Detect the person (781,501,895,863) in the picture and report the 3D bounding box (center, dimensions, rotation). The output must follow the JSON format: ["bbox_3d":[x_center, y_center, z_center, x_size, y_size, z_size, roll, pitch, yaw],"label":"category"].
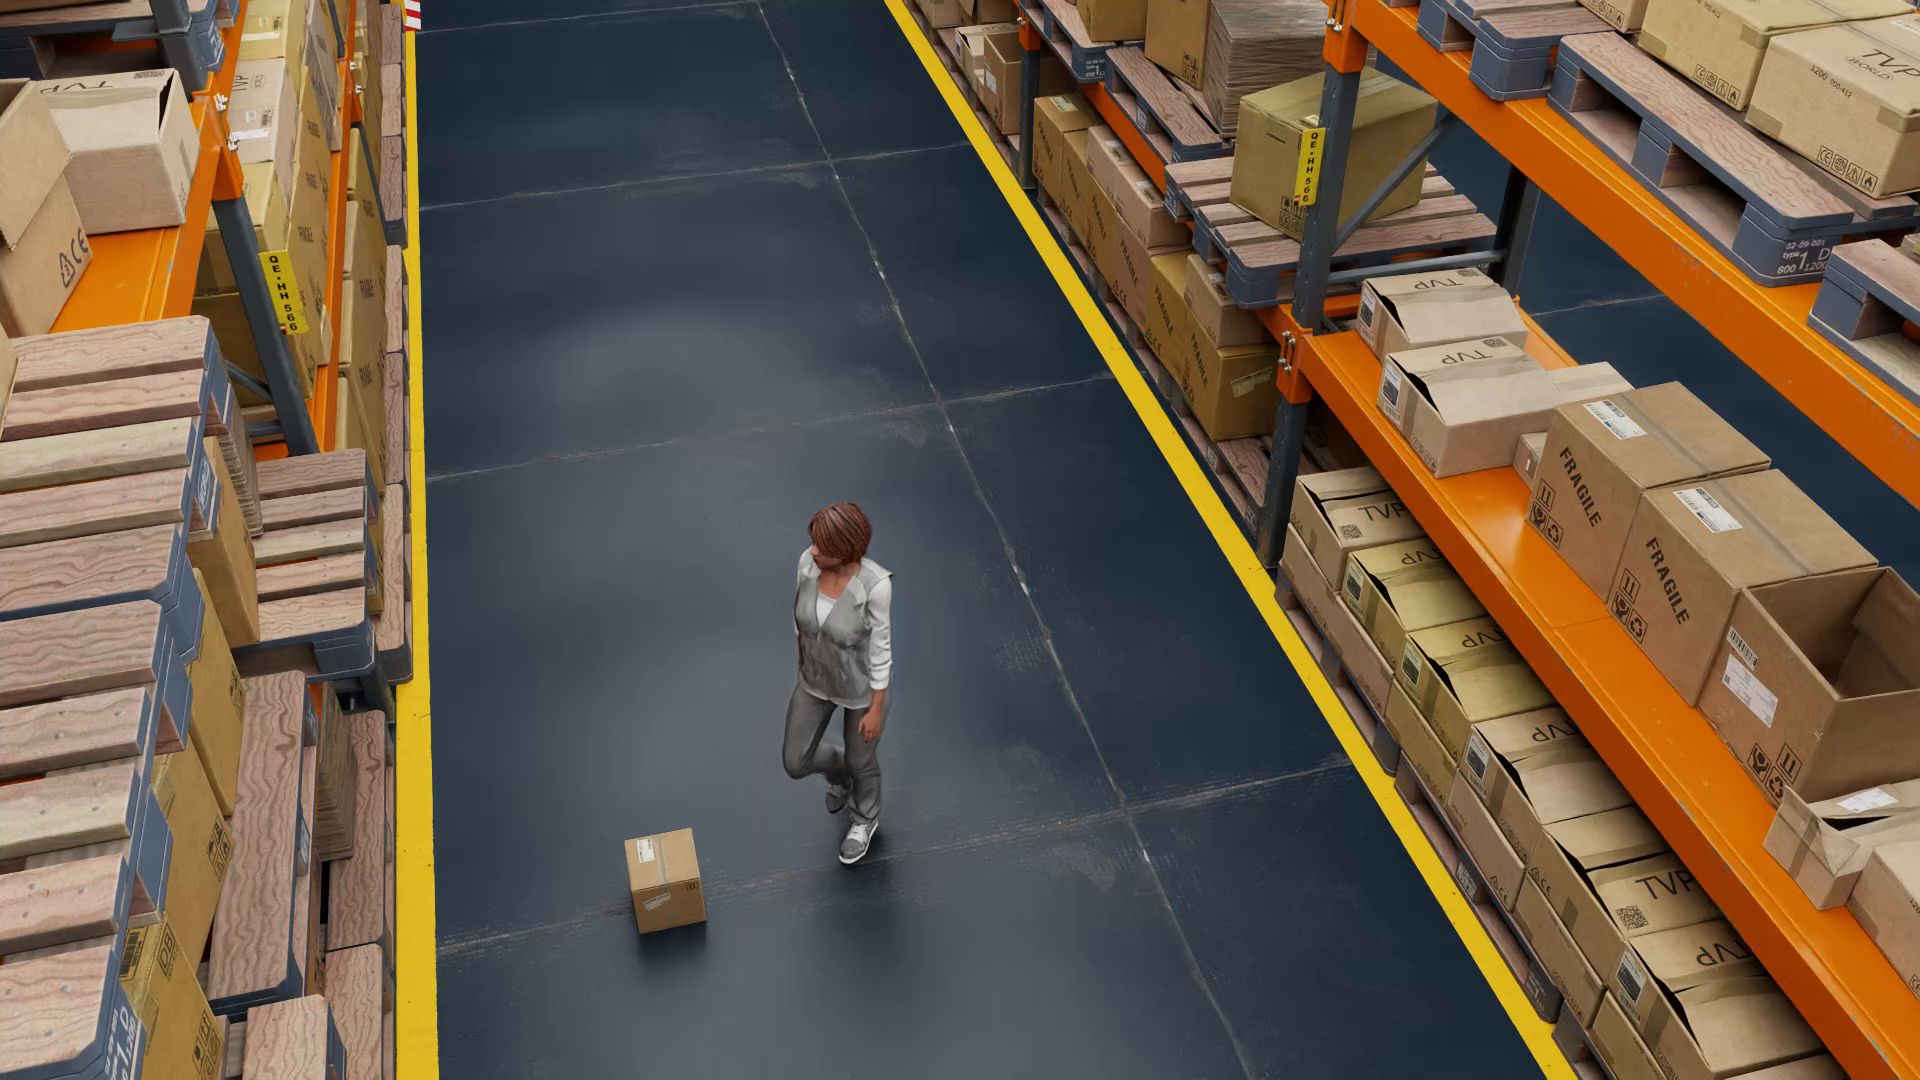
[{"bbox_3d":[-0.431,0.545,6.034,0.424,1.562,0.427,15,41,18],"label":"person"}]
